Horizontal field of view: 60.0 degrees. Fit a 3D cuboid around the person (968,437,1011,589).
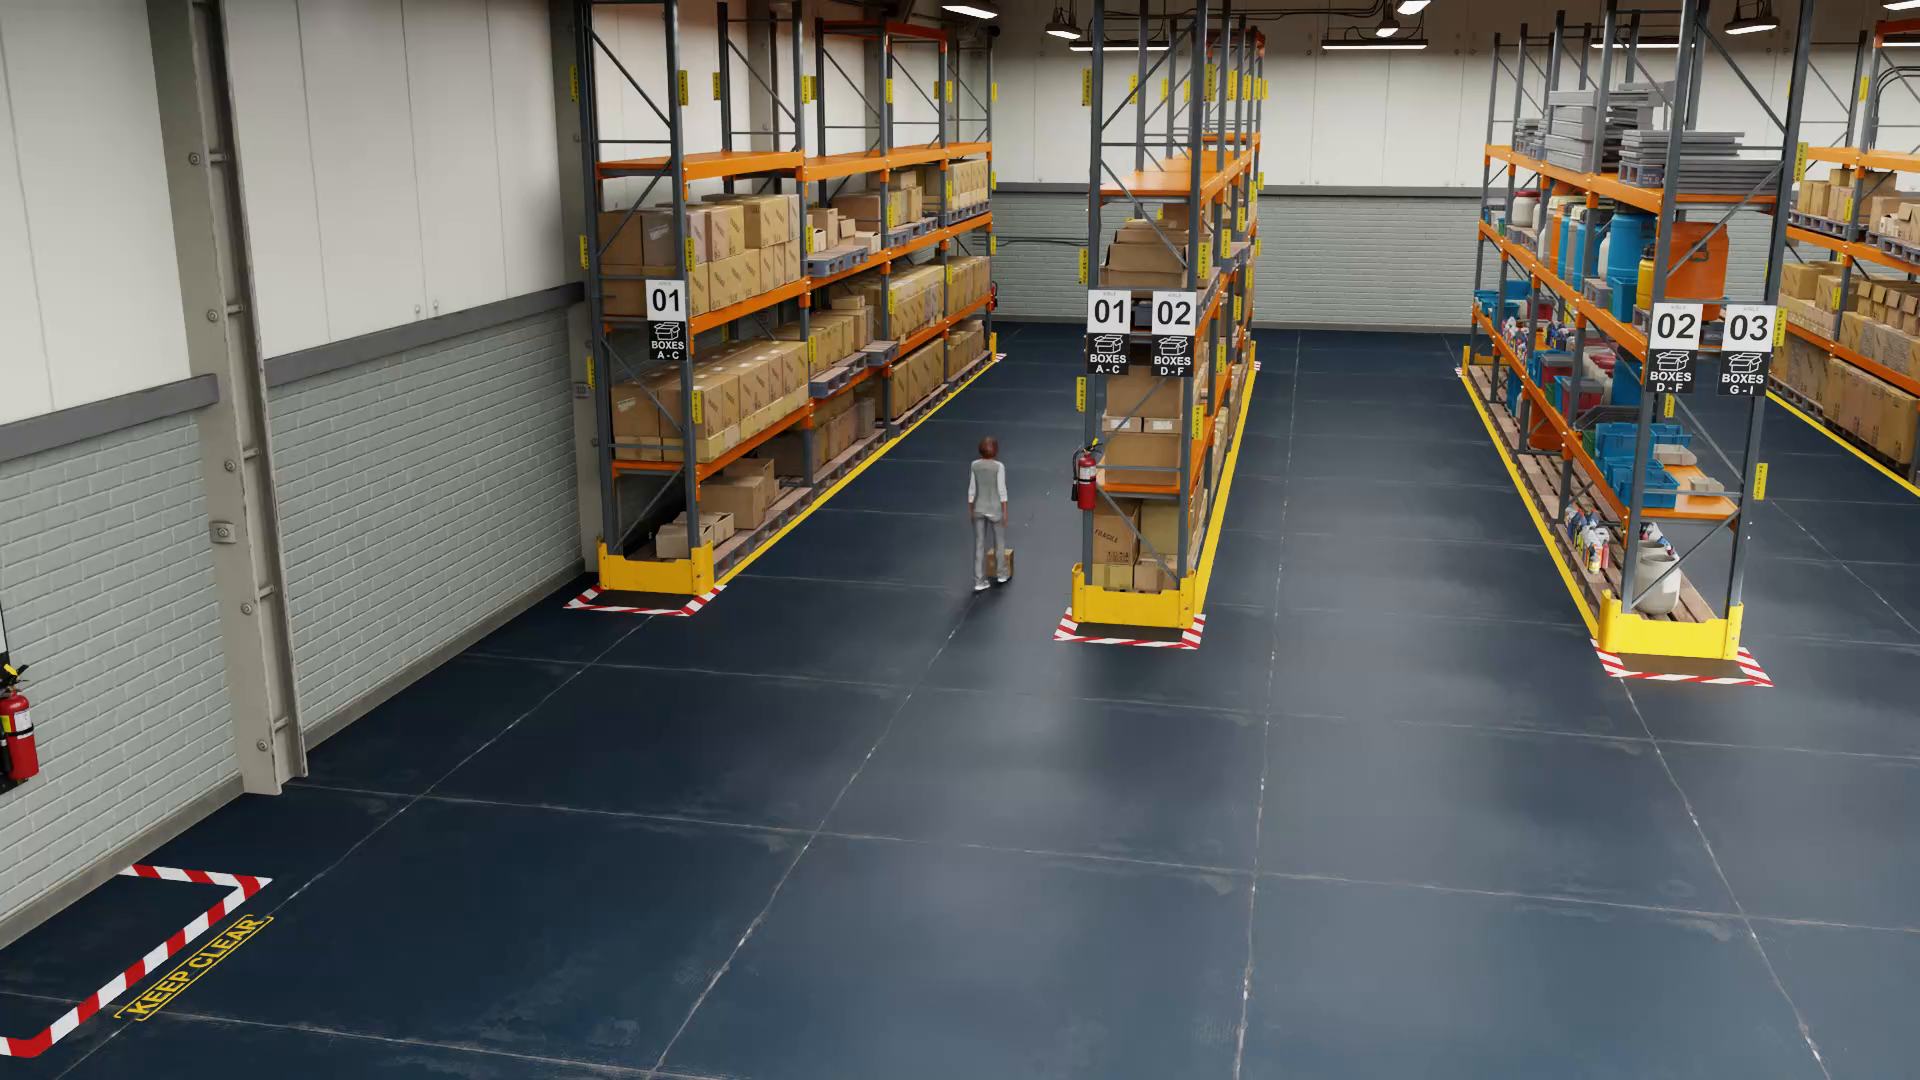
[{"bbox_3d":[0.319,-0.299,17.163,0.427,1.575,0.672,4,16,16],"label":"person"}]
